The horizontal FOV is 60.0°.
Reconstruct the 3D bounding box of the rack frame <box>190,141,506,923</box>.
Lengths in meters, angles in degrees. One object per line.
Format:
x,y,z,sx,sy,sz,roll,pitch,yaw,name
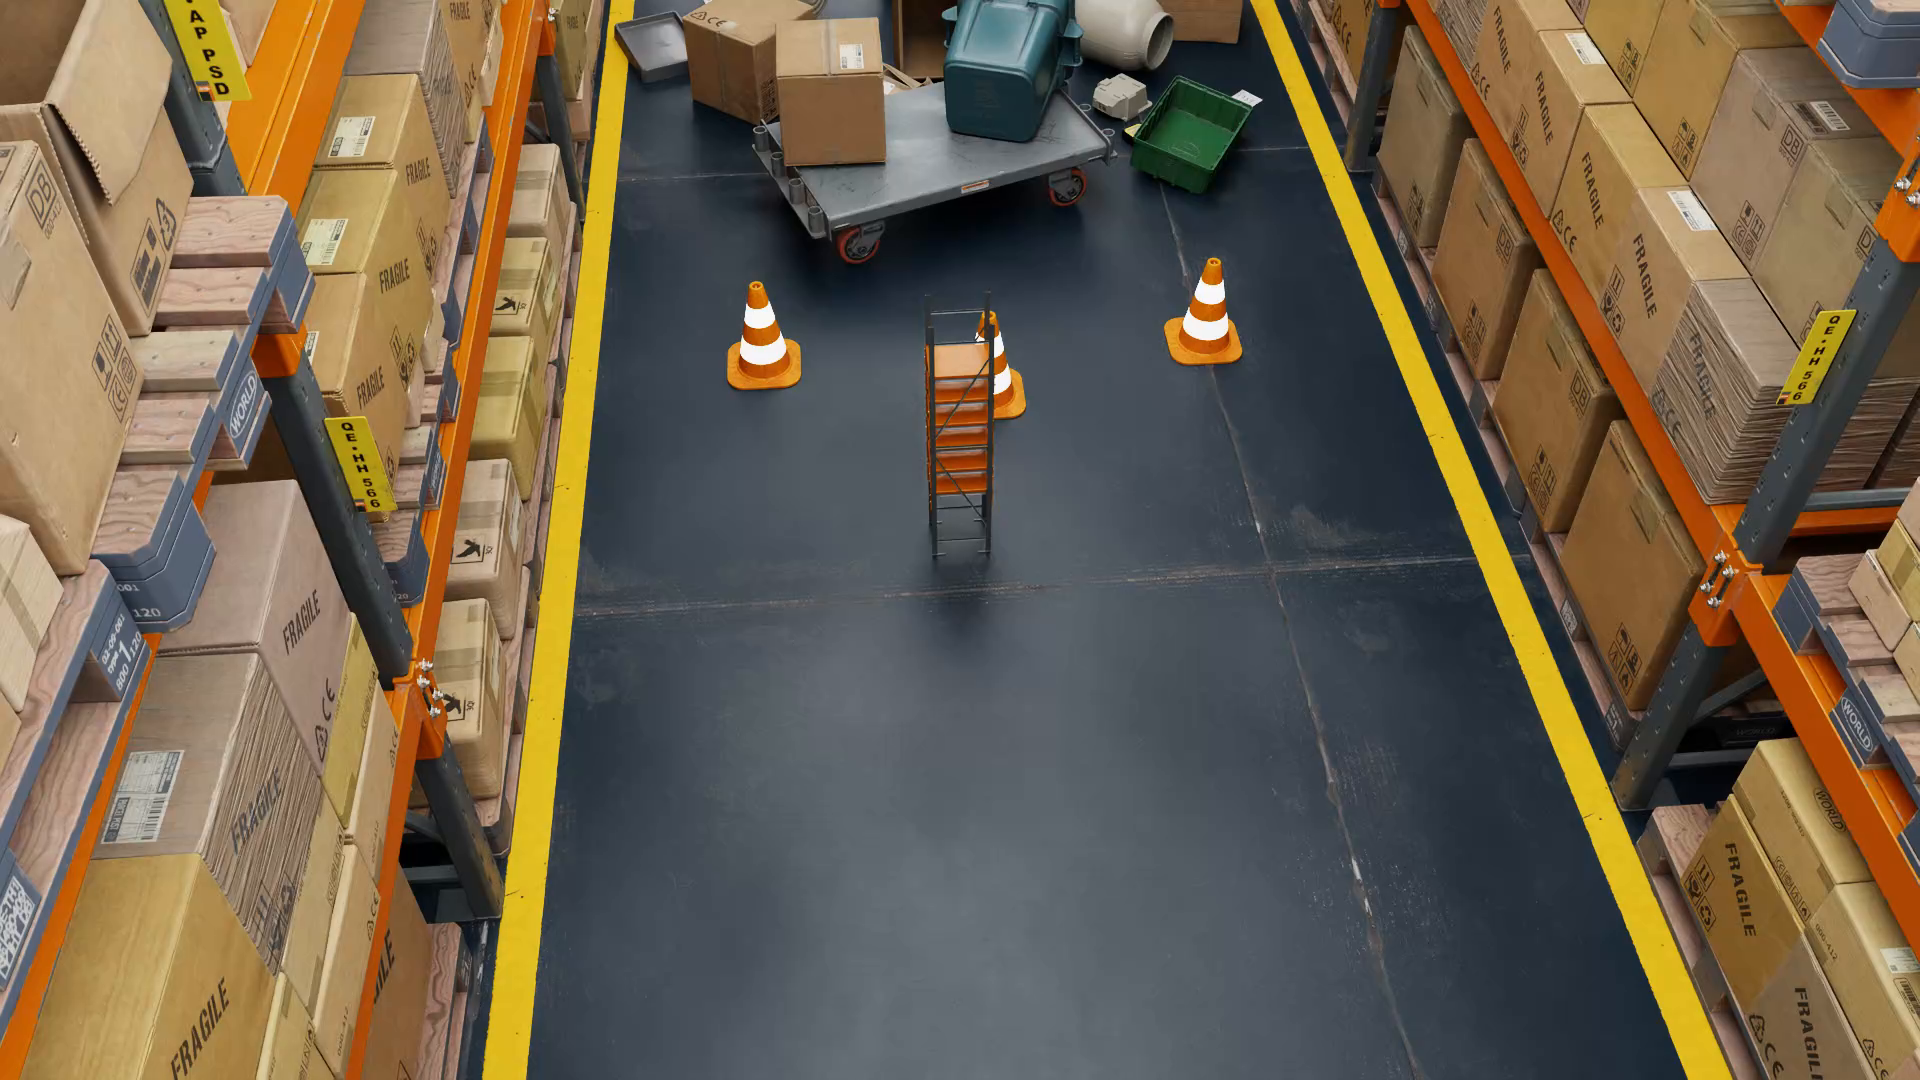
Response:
-2.064,0.247,4.587,1.000,3.000,0.127,-3,47,-3,rack frame

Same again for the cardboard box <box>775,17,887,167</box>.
-0.627,-2.178,8.083,0.500,0.500,0.500,-3,47,-3,cardboard box

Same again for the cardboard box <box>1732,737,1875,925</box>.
2.677,0.844,4.938,0.500,0.250,0.500,-5,47,-5,cardboard box

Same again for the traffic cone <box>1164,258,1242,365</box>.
1.133,-1.087,7.597,0.336,0.463,0.334,-3,47,-3,traffic cone

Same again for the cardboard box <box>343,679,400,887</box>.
-1.763,0.648,4.310,0.500,0.250,0.500,-5,47,-5,cardboard box

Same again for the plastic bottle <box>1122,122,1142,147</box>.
0.999,-2.119,8.851,0.133,0.061,0.283,-27,52,-23,plastic bottle

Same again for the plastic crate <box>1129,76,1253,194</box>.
1.206,-2.120,8.726,0.450,0.188,0.662,25,51,9,plastic crate

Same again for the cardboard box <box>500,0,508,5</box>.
-2.080,-2.350,6.930,0.380,0.149,0.250,-3,47,-3,cardboard box

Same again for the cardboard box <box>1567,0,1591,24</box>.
2.660,-2.303,6.244,0.700,0.500,0.500,-3,47,-3,cardboard box

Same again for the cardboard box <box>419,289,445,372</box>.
-1.875,-0.665,5.335,0.380,0.149,0.250,-3,47,-3,cardboard box

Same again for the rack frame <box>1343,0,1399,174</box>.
2.526,-3.021,7.682,1.000,3.000,0.127,-3,47,-3,rack frame

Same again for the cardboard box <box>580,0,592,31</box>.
-2.235,-2.934,8.687,0.500,0.500,0.500,-2,47,-2,cardboard box

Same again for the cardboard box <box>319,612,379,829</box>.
-1.770,0.461,4.143,0.500,0.250,0.500,-4,47,-3,cardboard box

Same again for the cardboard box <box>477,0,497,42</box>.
-2.088,-2.250,6.388,0.500,0.500,0.500,-3,47,-3,cardboard box

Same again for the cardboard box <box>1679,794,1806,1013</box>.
2.666,1.115,5.197,0.500,0.500,0.500,-5,47,-5,cardboard box

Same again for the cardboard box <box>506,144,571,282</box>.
-2.352,-1.509,7.770,0.950,0.372,0.625,-3,47,-3,cardboard box

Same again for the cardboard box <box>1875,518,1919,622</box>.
2.701,0.074,4.429,0.380,0.149,0.250,-2,47,-2,cardboard box

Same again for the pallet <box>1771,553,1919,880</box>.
3.026,0.448,4.529,1.213,0.211,1.003,-3,47,-3,pallet

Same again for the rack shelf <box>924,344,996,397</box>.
-0.001,-0.640,6.232,0.258,0.103,0.180,-3,47,-3,rack shelf

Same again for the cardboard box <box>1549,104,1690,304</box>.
2.473,-1.194,5.882,0.500,0.500,0.500,-4,47,-4,cardboard box

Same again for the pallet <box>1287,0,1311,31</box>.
2.435,-3.502,10.058,1.003,0.211,1.213,-3,47,-3,pallet

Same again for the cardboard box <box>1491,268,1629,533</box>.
2.823,-0.577,6.627,1.050,0.750,0.750,-3,47,-3,cardboard box

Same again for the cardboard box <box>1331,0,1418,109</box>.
2.543,-2.894,8.736,0.875,0.875,0.875,-3,47,-3,cardboard box

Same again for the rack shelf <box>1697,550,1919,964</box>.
3.028,1.567,3.832,1.077,0.370,4.000,-3,47,-3,rack shelf

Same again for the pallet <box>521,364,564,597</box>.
-2.227,-0.241,6.969,1.003,0.211,1.213,-3,47,-3,pallet

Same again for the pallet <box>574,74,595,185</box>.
-2.490,-2.172,8.798,1.003,0.211,1.213,-3,47,-3,pallet

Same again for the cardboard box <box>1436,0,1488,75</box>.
2.345,-2.294,6.924,0.500,0.500,0.500,-3,47,-3,cardboard box

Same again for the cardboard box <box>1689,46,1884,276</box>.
2.789,-1.197,5.196,0.700,0.500,0.500,-4,47,-4,cardboard box

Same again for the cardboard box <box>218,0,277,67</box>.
-2.133,-1.506,4.112,0.700,0.500,0.500,-3,47,-3,cardboard box

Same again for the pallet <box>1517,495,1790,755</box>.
2.870,0.257,6.498,1.003,0.211,1.213,-3,47,-3,pallet

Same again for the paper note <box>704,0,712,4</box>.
-1.443,-3.207,9.903,0.142,0.019,0.148,-19,49,-17,paper note

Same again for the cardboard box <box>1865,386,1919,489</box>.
3.092,-0.503,5.228,0.500,0.500,0.500,-3,47,-3,cardboard box

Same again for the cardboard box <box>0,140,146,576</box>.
-1.791,-0.259,2.642,0.700,0.500,0.500,-6,47,-5,cardboard box

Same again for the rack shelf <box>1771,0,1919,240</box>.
2.693,-2.358,5.484,1.077,0.370,4.000,-3,47,-3,rack shelf

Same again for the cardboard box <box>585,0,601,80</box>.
-2.235,-2.675,8.959,0.500,0.250,0.500,-1,47,-1,cardboard box

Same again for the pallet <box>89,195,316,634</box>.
-1.957,-0.257,3.128,1.213,0.211,1.003,-2,47,-1,pallet

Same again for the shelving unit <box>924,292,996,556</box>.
-0.001,-0.423,6.461,0.258,1.200,0.189,-3,47,-3,shelving unit

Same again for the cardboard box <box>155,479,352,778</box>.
-1.760,0.227,3.848,0.500,0.500,0.500,-5,47,-4,cardboard box

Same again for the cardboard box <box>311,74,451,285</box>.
-1.972,-1.134,5.332,0.500,0.500,0.500,-3,47,-3,cardboard box

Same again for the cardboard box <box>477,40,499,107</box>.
-1.994,-1.790,6.399,0.380,0.149,0.250,-3,47,-3,cardboard box

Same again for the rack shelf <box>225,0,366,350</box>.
-2.231,-1.984,5.130,1.077,0.370,4.000,-3,47,-3,rack shelf

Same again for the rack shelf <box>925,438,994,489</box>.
-0.001,-0.310,6.580,0.258,0.103,0.180,-3,47,-3,rack shelf

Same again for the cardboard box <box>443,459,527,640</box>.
-2.171,0.063,6.281,0.950,0.372,0.625,-4,47,-4,cardboard box

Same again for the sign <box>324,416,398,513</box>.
-1.511,-0.188,4.201,0.100,0.325,0.005,-3,47,-3,sign
